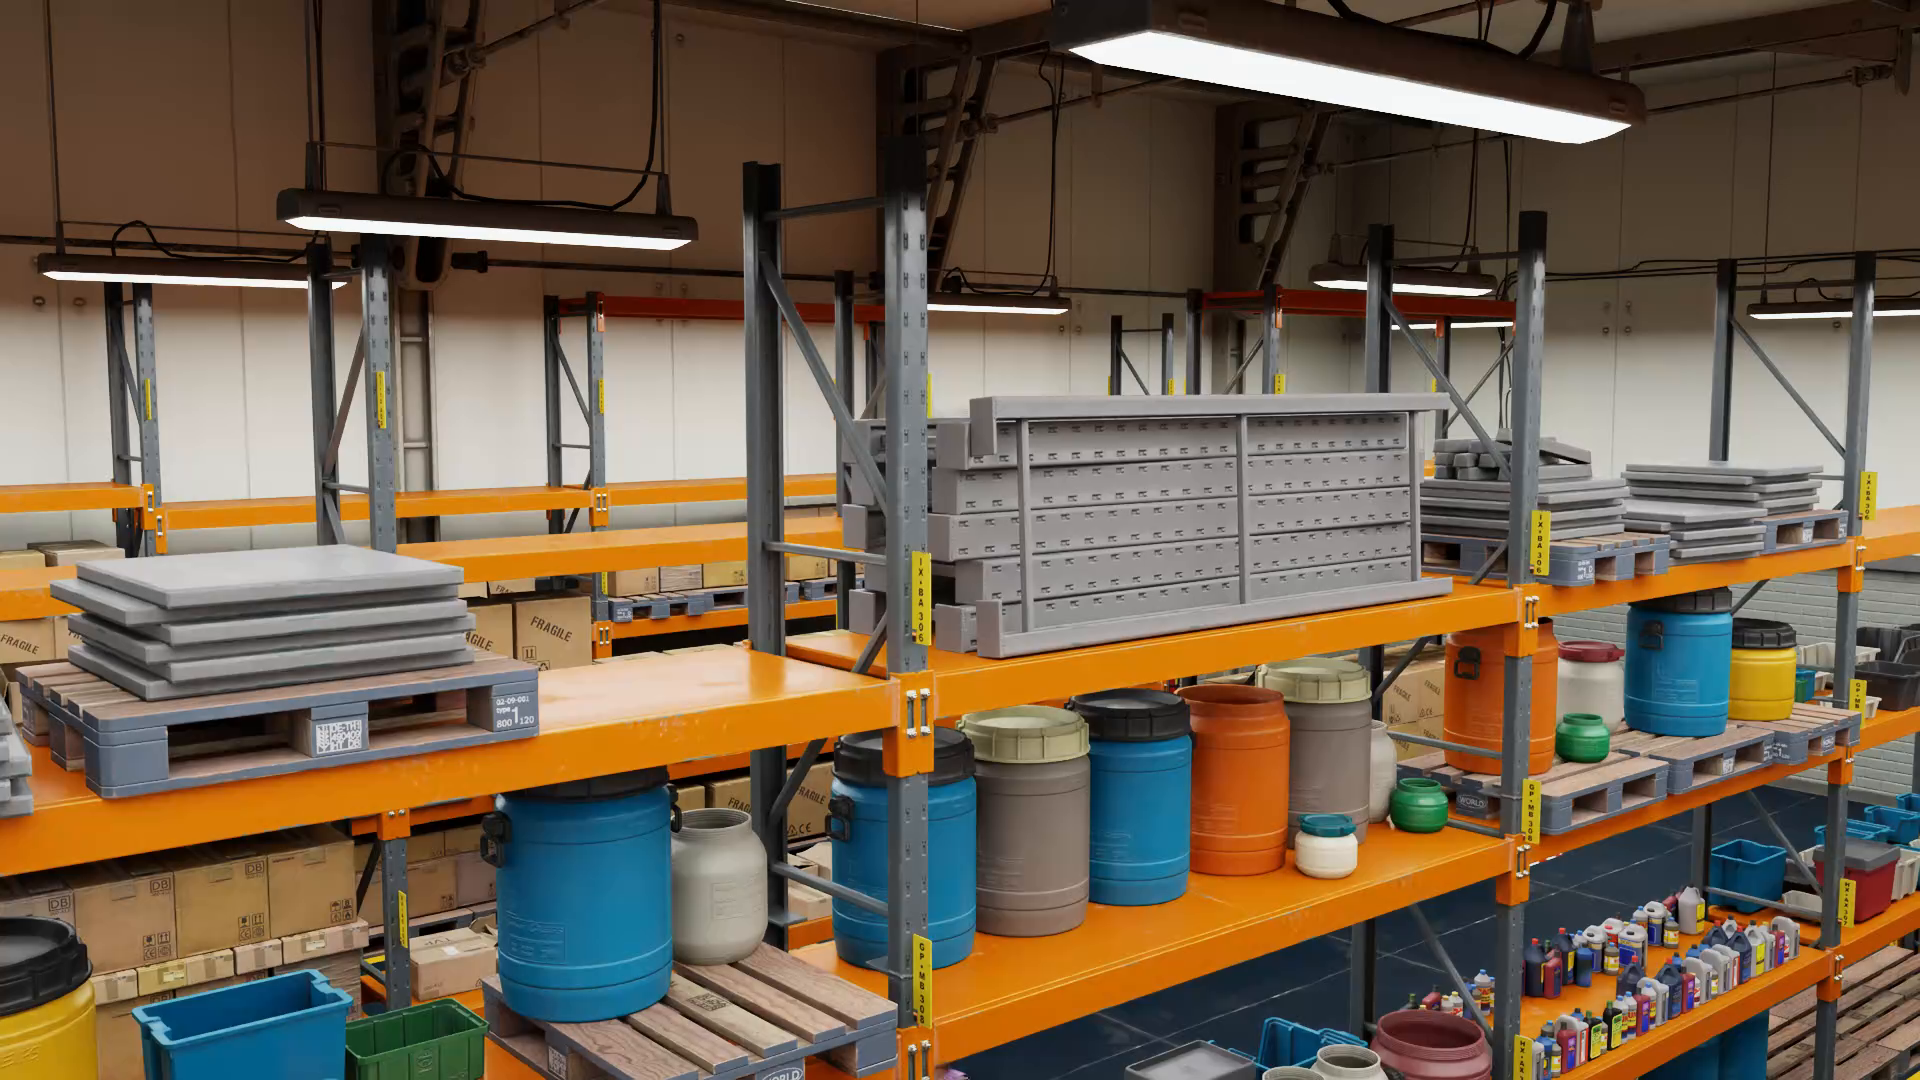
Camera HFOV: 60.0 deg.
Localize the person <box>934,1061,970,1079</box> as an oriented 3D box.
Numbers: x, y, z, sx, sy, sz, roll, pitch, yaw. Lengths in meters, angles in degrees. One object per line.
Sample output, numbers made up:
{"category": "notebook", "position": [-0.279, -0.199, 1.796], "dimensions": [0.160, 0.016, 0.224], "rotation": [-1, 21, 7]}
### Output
{"category": "person", "position": [-0.164, 3.491, 9.225], "dimensions": [0.555, 1.559, 0.522], "rotation": [-5, 7, -42]}
